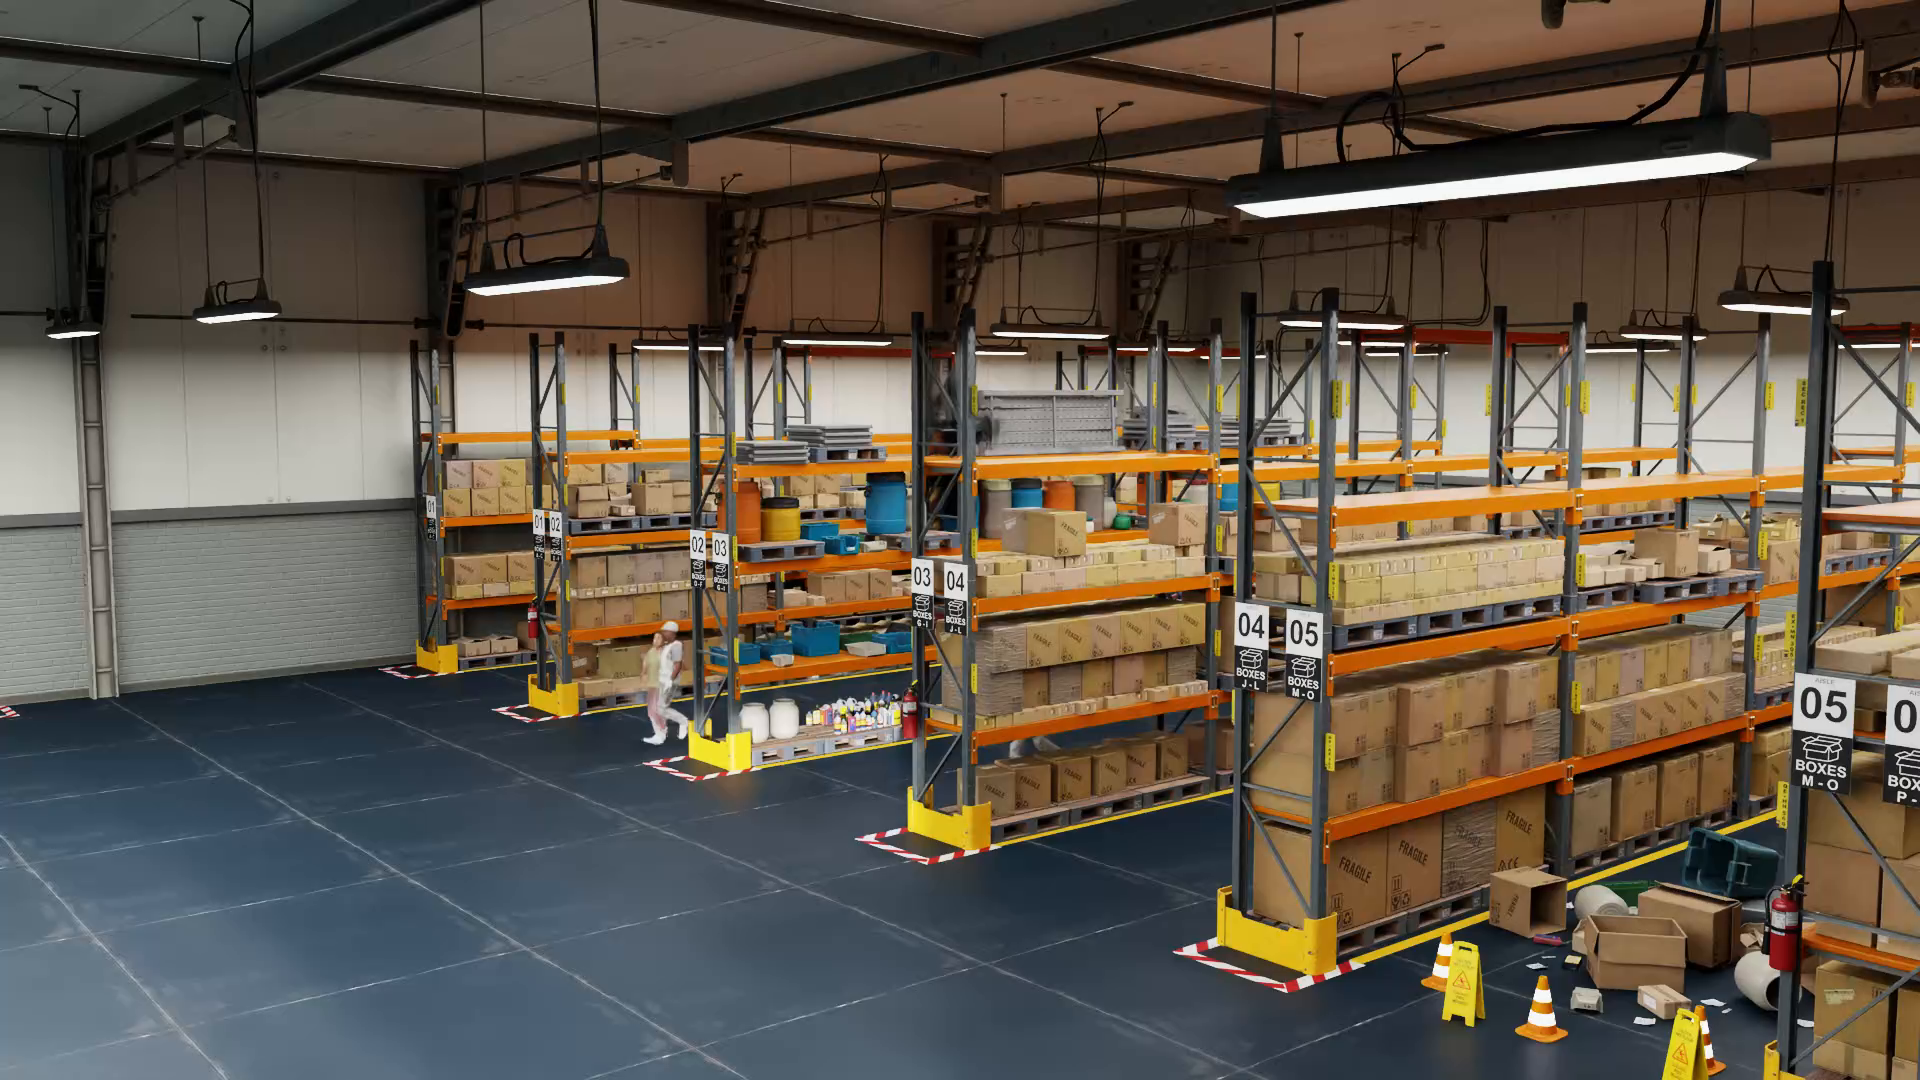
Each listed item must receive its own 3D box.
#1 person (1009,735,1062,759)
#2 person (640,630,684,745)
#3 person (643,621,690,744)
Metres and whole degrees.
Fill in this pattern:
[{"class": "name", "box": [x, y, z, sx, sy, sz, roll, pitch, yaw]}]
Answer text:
[{"class": "person", "box": [0.930, 2.255, 21.672, 1.057, 1.755, 0.709, -5, 7, -43]}, {"class": "person", "box": [-4.337, 2.125, 23.948, 0.587, 1.655, 0.575, 3, 6, 26]}, {"class": "person", "box": [-4.232, 2.063, 23.933, 0.691, 1.775, 0.653, -3, 6, -27]}]
